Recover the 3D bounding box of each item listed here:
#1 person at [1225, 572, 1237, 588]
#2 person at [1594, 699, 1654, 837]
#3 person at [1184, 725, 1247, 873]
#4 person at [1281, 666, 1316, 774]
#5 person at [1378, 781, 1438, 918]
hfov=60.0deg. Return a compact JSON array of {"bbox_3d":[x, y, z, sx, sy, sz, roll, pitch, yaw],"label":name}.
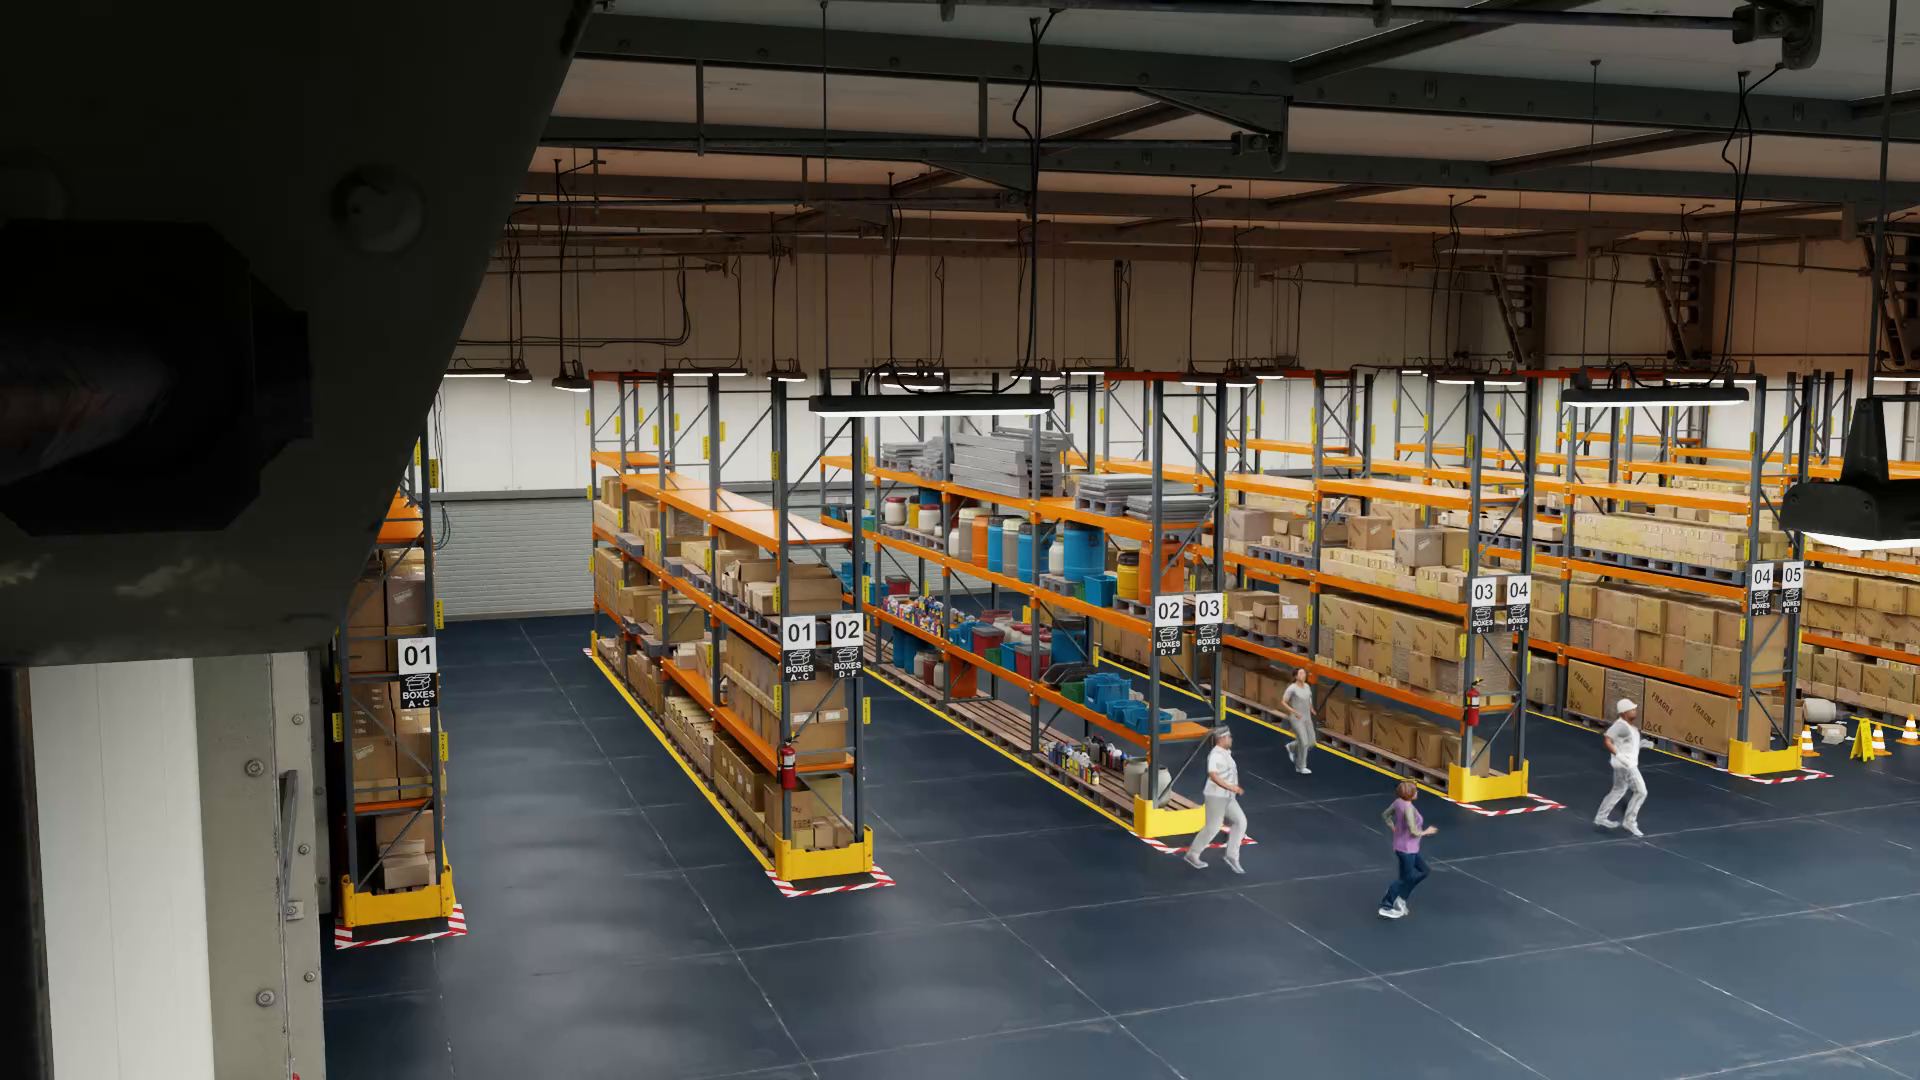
[{"bbox_3d":[6.827,0.869,41.602,0.627,1.672,0.664,-2,7,-18],"label":"person"},{"bbox_3d":[8.796,3.006,21.997,0.701,1.826,0.653,2,7,20],"label":"person"},{"bbox_3d":[3.201,3.192,20.540,0.731,1.816,0.740,3,7,22],"label":"person"},{"bbox_3d":[5.123,2.710,25.238,0.563,1.619,0.609,-4,7,-30],"label":"person"},{"bbox_3d":[5.020,3.459,18.618,0.637,1.571,0.511,1,6,5],"label":"person"}]
